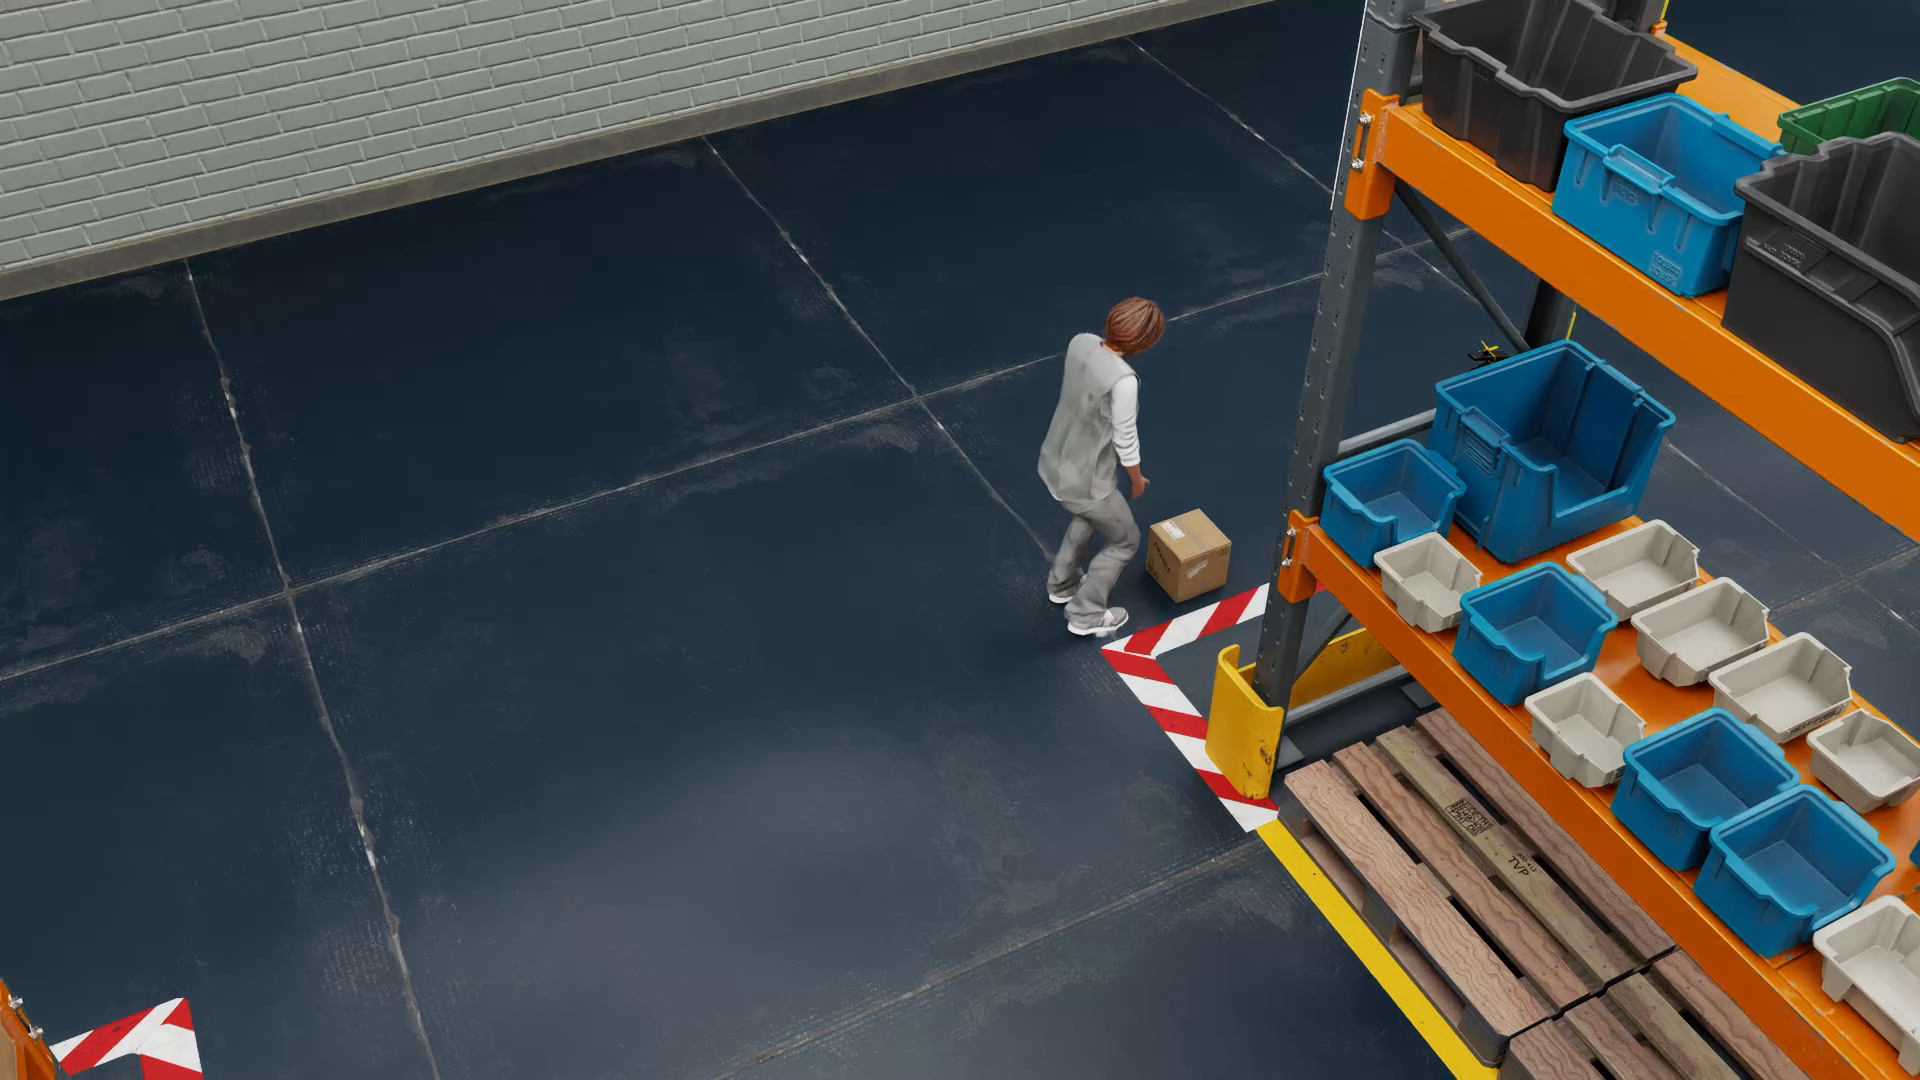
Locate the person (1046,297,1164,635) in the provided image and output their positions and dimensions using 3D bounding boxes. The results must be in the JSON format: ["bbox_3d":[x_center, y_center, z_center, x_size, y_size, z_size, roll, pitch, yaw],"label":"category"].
[{"bbox_3d":[0.551,-0.283,6.576,0.447,1.483,0.427,-15,44,-16],"label":"person"}]
